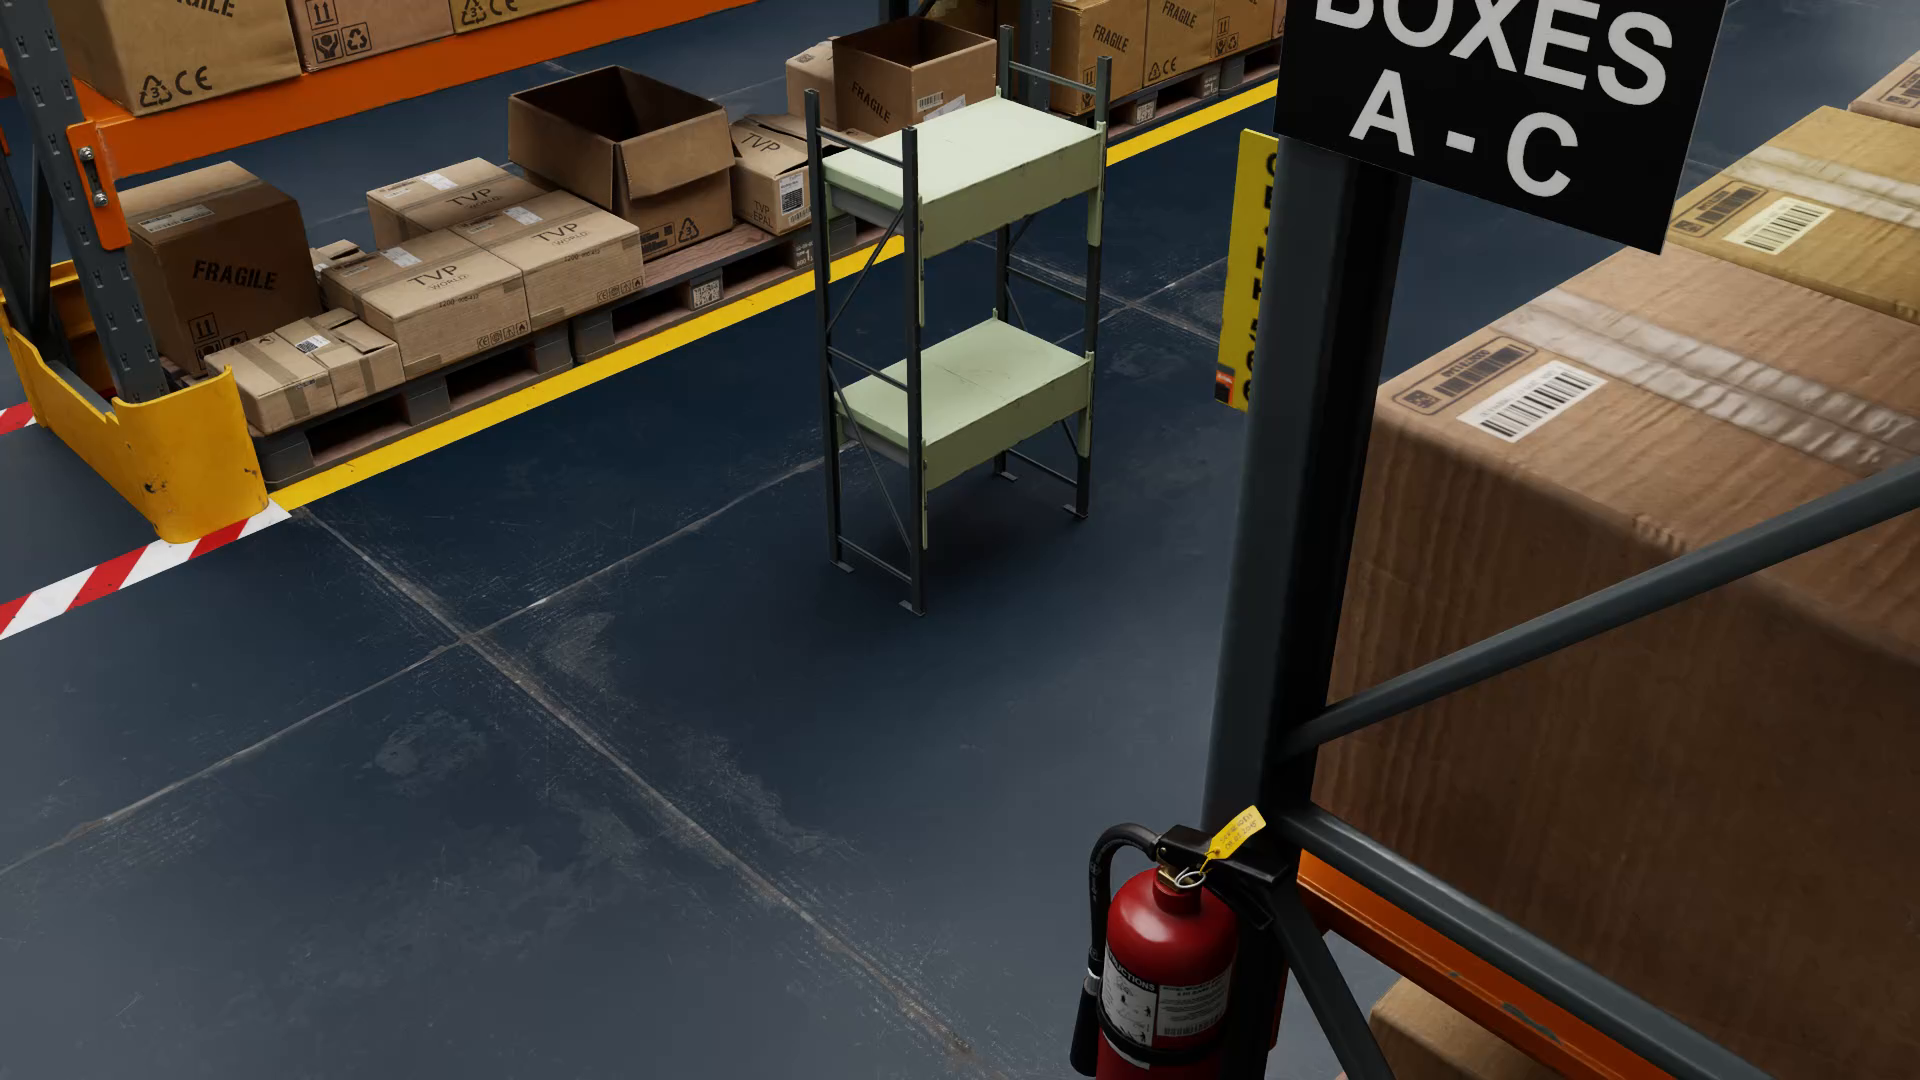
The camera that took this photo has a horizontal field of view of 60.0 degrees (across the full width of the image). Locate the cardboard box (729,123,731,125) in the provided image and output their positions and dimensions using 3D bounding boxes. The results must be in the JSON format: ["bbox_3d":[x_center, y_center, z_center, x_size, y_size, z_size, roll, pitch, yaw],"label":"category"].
[{"bbox_3d":[-1.045,-1.680,7.129,0.380,0.166,0.250,30,45,35],"label":"cardboard box"}]

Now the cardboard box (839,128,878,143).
[{"bbox_3d":[-0.415,-1.589,7.014,0.380,0.149,0.250,30,45,35],"label":"cardboard box"}]

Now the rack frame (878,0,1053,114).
[{"bbox_3d":[0.007,-3.100,7.073,1.000,3.000,0.127,30,45,35],"label":"rack frame"}]

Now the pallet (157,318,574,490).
[{"bbox_3d":[-2.197,-0.687,6.051,1.003,0.211,1.213,30,45,35],"label":"pallet"}]

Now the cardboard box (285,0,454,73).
[{"bbox_3d":[-1.952,-1.803,5.125,0.500,0.500,0.500,29,44,35],"label":"cardboard box"}]

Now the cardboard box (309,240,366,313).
[{"bbox_3d":[-2.254,-0.943,6.072,0.380,0.166,0.250,30,45,35],"label":"cardboard box"}]

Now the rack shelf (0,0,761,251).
[{"bbox_3d":[-1.402,-1.993,6.115,1.077,0.370,4.000,30,45,35],"label":"rack shelf"}]

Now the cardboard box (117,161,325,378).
[{"bbox_3d":[-2.603,-0.951,5.793,0.500,0.500,0.500,30,45,35],"label":"cardboard box"}]

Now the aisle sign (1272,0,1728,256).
[{"bbox_3d":[0.443,-0.639,1.272,0.394,0.787,0.004,30,45,35],"label":"aisle sign"}]

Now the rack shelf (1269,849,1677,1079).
[{"bbox_3d":[2.116,0.002,3.254,1.077,0.370,4.000,30,45,35],"label":"rack shelf"}]

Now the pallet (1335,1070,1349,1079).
[{"bbox_3d":[1.215,1.306,3.192,1.003,0.211,1.213,30,45,35],"label":"pallet"}]

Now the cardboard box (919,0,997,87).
[{"bbox_3d":[0.151,-2.571,8.115,0.500,0.500,0.500,29,44,35],"label":"cardboard box"}]

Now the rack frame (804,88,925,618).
[{"bbox_3d":[-0.253,-0.469,4.612,0.400,1.500,0.023,30,45,35],"label":"rack frame"}]

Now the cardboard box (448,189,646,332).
[{"bbox_3d":[-1.522,-1.041,6.140,0.500,0.250,0.500,30,45,35],"label":"cardboard box"}]

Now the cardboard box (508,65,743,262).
[{"bbox_3d":[-1.313,-1.492,6.565,0.797,0.503,0.637,30,45,35],"label":"cardboard box"}]

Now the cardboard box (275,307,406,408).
[{"bbox_3d":[-2.096,-0.628,5.620,0.380,0.166,0.250,30,45,35],"label":"cardboard box"}]

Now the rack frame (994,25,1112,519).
[{"bbox_3d":[0.263,-0.766,5.038,0.400,1.500,0.023,30,45,35],"label":"rack frame"}]

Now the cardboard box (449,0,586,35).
[{"bbox_3d":[-1.596,-2.005,5.416,0.500,0.500,0.500,29,44,35],"label":"cardboard box"}]

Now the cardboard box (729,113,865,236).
[{"bbox_3d":[-0.722,-1.528,6.784,0.500,0.311,0.500,30,45,35],"label":"cardboard box"}]

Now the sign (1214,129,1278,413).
[{"bbox_3d":[0.331,-0.278,1.807,0.100,0.325,0.005,30,45,35],"label":"sign"}]

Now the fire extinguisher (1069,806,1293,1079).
[{"bbox_3d":[0.273,0.579,2.192,0.296,0.674,0.183,30,45,35],"label":"fire extinguisher"}]

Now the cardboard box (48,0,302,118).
[{"bbox_3d":[-2.312,-1.591,4.822,0.500,0.500,0.500,-29,44,-35],"label":"cardboard box"}]

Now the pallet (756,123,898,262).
[{"bbox_3d":[-0.478,-1.678,7.471,1.003,0.211,1.213,30,45,35],"label":"pallet"}]

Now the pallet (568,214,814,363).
[{"bbox_3d":[-1.337,-1.180,6.758,1.003,0.211,1.213,30,45,35],"label":"pallet"}]

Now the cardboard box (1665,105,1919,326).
[{"bbox_3d":[1.564,-0.115,2.531,0.980,0.700,0.700,29,44,35],"label":"cardboard box"}]

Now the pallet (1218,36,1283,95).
[{"bbox_3d":[1.413,-2.799,9.079,1.003,0.211,1.213,30,45,35],"label":"pallet"}]

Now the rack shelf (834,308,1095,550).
[{"bbox_3d":[0.005,-0.350,5.011,0.431,0.370,0.720,30,45,35],"label":"rack shelf"}]

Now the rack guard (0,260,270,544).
[{"bbox_3d":[-2.758,-0.482,5.504,1.175,0.500,0.348,30,45,35],"label":"rack guard"}]

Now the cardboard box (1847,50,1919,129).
[{"bbox_3d":[2.107,-0.421,2.969,0.980,0.700,0.700,27,43,33],"label":"cardboard box"}]

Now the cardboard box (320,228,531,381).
[{"bbox_3d":[-1.875,-0.838,5.849,0.500,0.250,0.500,30,45,35],"label":"cardboard box"}]

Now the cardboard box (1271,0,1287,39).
[{"bbox_3d":[1.603,-2.979,8.700,0.500,0.500,0.500,28,43,34],"label":"cardboard box"}]

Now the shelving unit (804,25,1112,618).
[{"bbox_3d":[0.005,-0.618,4.825,0.431,1.500,0.755,30,45,35],"label":"shelving unit"}]

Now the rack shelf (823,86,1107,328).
[{"bbox_3d":[0.005,-0.938,4.602,0.431,0.370,0.720,30,45,35],"label":"rack shelf"}]

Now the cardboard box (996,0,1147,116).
[{"bbox_3d":[0.521,-2.353,7.803,0.500,0.500,0.500,27,43,33],"label":"cardboard box"}]

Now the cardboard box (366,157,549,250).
[{"bbox_3d":[-1.912,-1.222,6.400,0.500,0.250,0.500,30,45,35],"label":"cardboard box"}]

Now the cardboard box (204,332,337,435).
[{"bbox_3d":[-2.272,-0.519,5.479,0.380,0.149,0.250,30,45,35],"label":"cardboard box"}]

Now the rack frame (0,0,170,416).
[{"bbox_3d":[-2.811,-1.476,4.745,1.000,3.000,0.127,30,45,35],"label":"rack frame"}]

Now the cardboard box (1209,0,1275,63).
[{"bbox_3d":[1.246,-2.774,8.406,0.500,0.500,0.500,-29,44,-35],"label":"cardboard box"}]

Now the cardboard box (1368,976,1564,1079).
[{"bbox_3d":[1.129,1.047,2.944,0.700,0.500,0.500,30,45,35],"label":"cardboard box"}]

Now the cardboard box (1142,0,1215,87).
[{"bbox_3d":[0.889,-2.574,8.120,0.500,0.500,0.500,-29,44,-35],"label":"cardboard box"}]

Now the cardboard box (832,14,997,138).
[{"bbox_3d":[-0.193,-1.910,7.167,0.500,0.500,0.500,30,45,35],"label":"cardboard box"}]

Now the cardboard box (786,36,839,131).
[{"bbox_3d":[-0.442,-2.094,7.597,0.500,0.311,0.500,30,45,35],"label":"cardboard box"}]

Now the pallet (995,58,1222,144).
[{"bbox_3d":[0.553,-2.302,8.366,1.003,0.211,1.213,30,45,35],"label":"pallet"}]

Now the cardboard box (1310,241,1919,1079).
[{"bbox_3d":[1.059,0.185,2.101,0.700,0.700,0.980,-28,43,-34],"label":"cardboard box"}]
